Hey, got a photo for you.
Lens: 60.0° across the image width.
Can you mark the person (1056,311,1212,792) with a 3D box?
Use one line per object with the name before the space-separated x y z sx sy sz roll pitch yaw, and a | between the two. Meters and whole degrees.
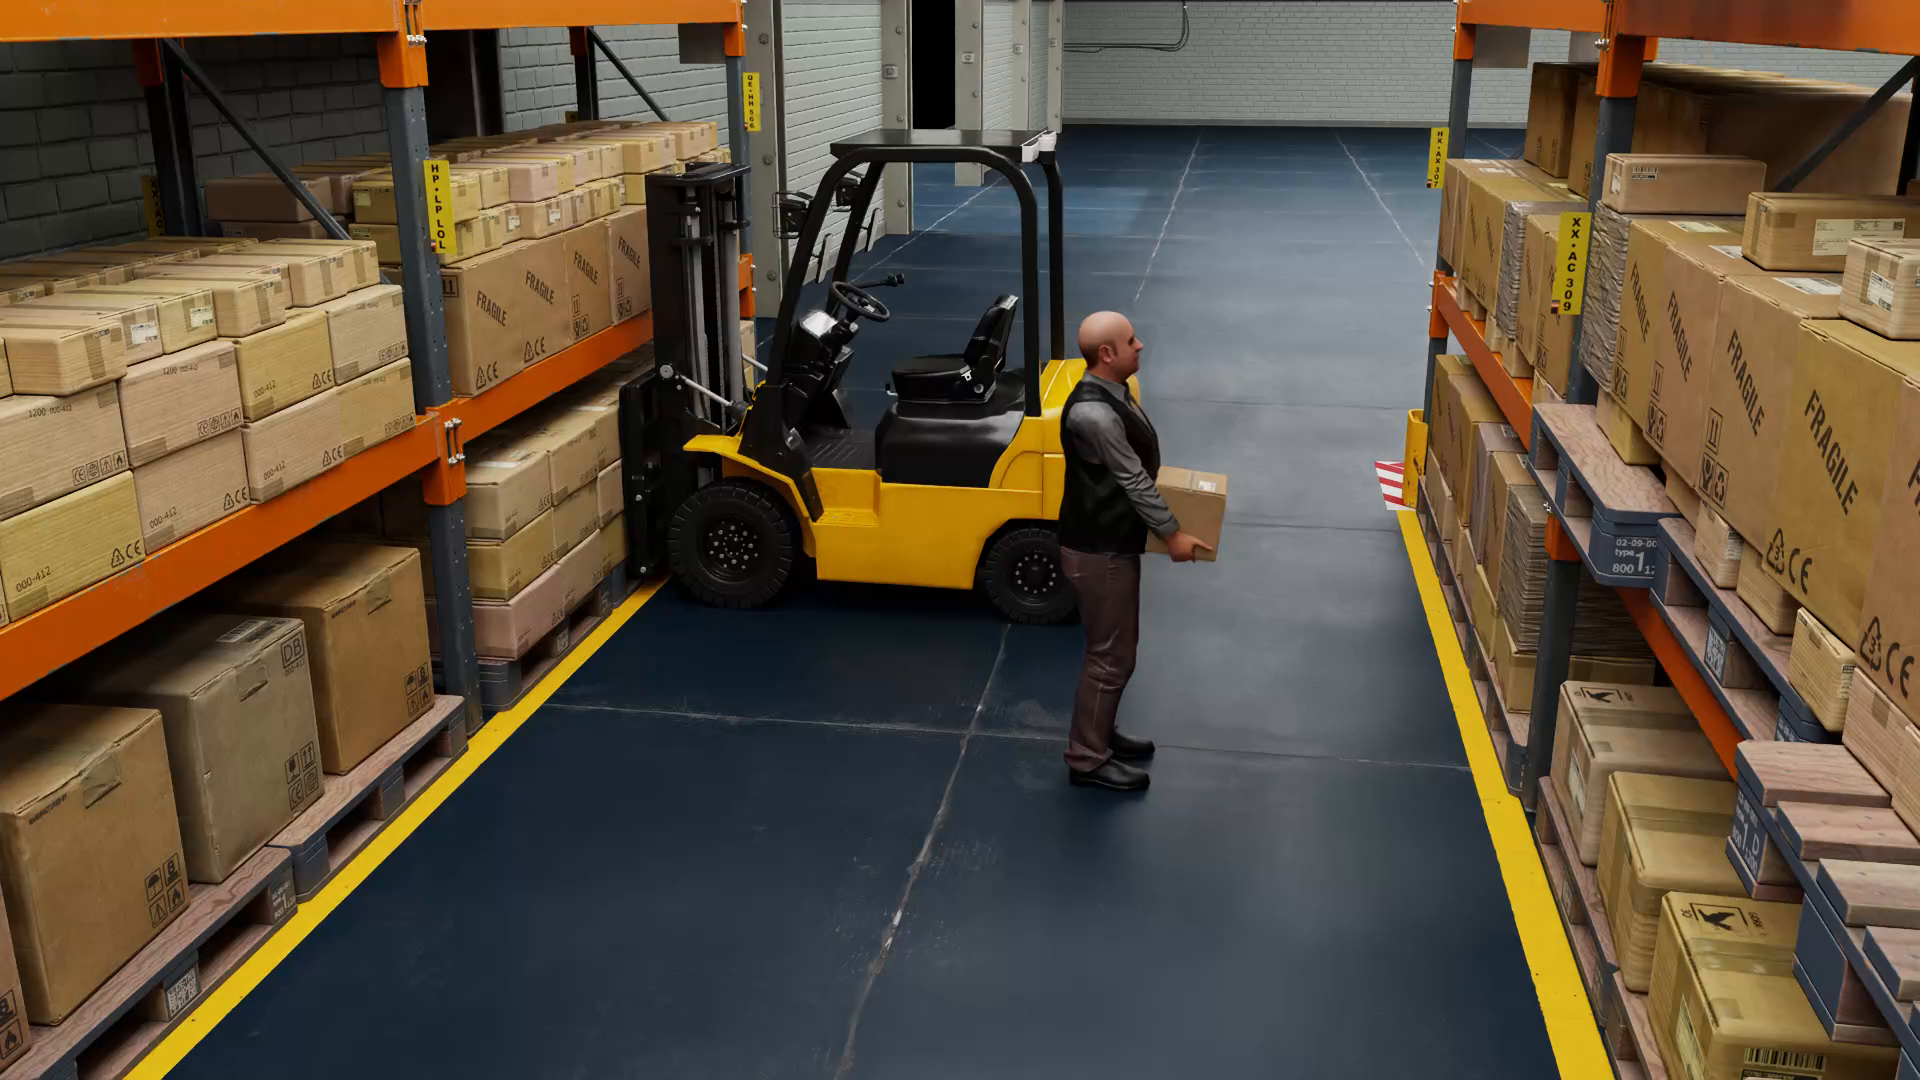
person | 0.628 0.035 5.994 0.555 1.718 0.495 3 18 9
